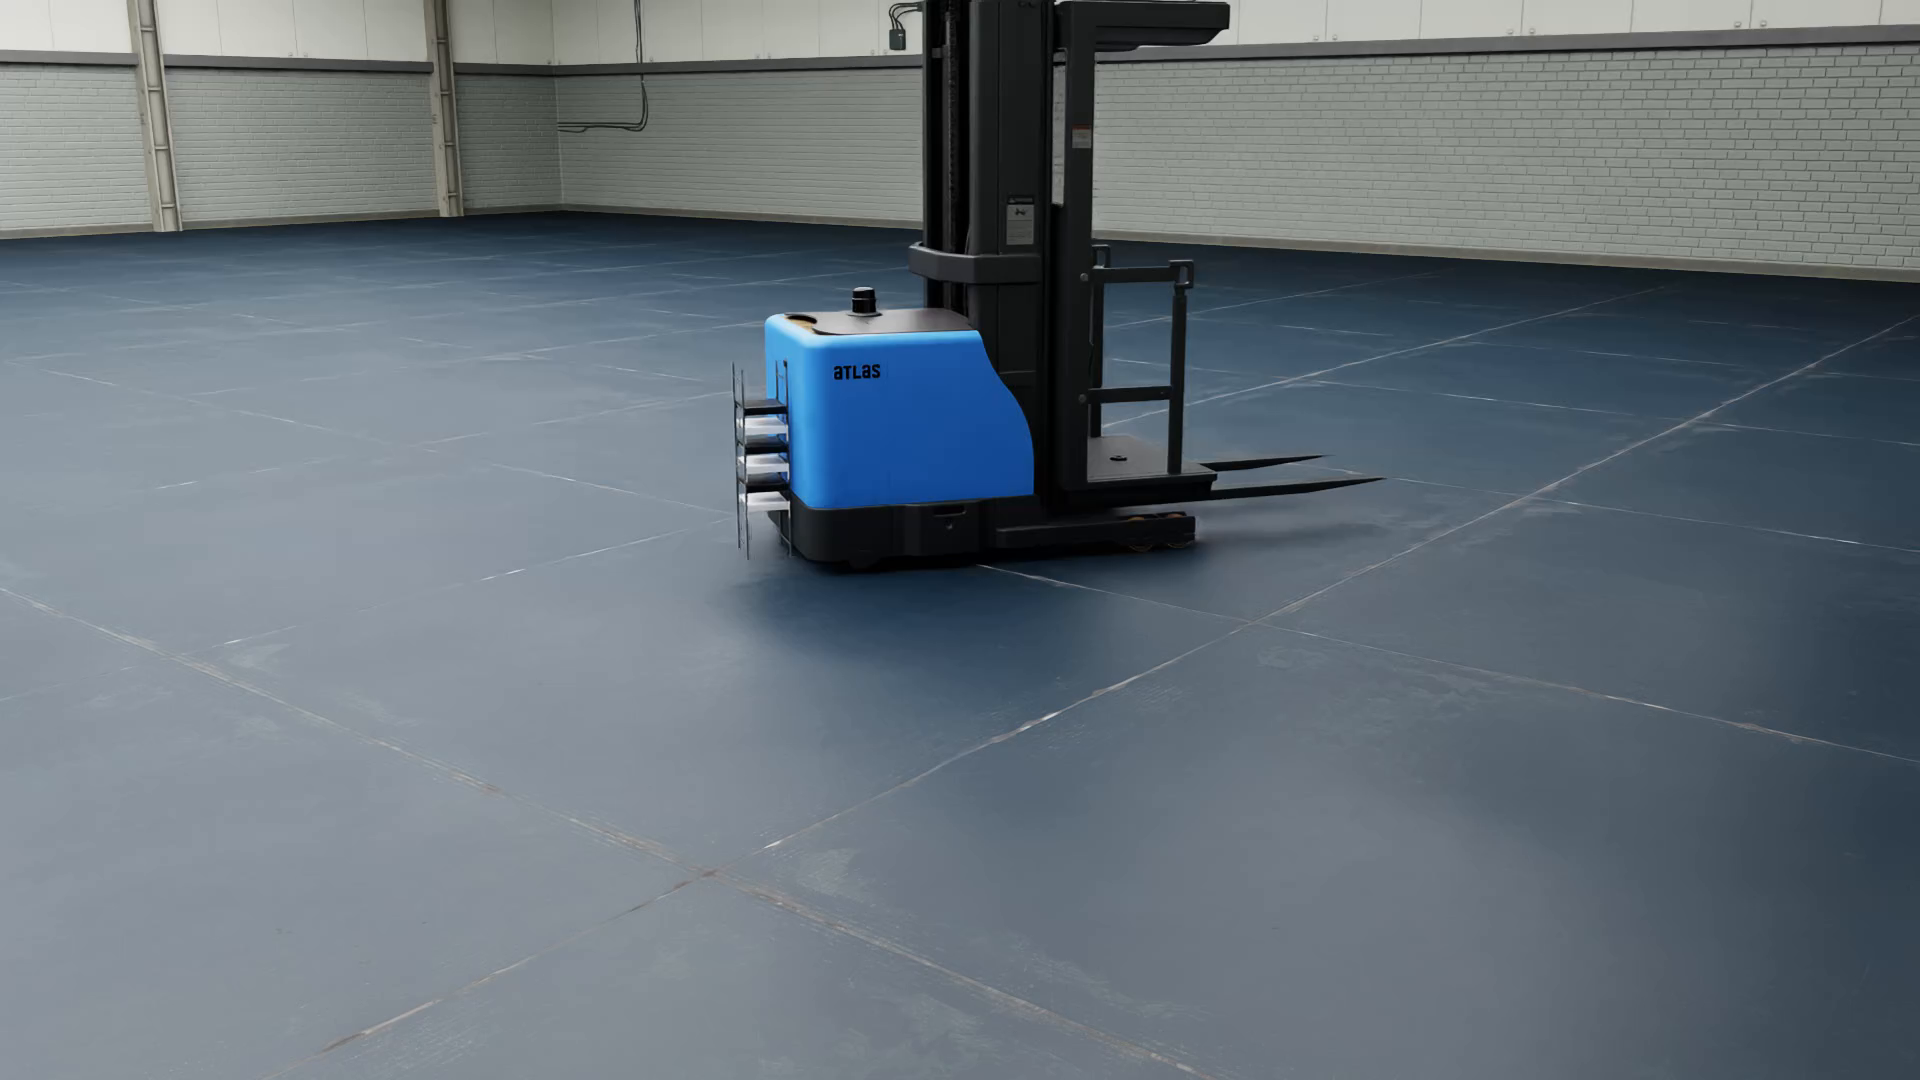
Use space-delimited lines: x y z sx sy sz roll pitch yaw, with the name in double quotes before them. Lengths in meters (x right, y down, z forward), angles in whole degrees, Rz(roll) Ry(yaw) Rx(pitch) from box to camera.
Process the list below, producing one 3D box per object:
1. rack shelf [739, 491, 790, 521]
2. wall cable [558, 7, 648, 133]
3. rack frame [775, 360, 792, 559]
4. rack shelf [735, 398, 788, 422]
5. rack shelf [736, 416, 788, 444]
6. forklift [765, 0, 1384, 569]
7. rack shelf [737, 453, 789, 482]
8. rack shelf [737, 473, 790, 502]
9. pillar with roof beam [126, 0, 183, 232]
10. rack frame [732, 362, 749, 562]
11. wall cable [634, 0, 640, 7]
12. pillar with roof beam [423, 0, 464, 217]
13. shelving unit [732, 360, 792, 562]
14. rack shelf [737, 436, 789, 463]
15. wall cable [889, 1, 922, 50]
"rack shelf" -0.921 -0.163 7.802 0.200 0.077 0.258 -5 15 -17
"wall cable" -7.740 -9.978 35.430 3.097 2.526 0.112 11 18 38
"rack frame" -0.824 -0.377 7.780 0.006 0.900 0.240 -5 15 -17
"rack shelf" -0.921 -0.599 7.691 0.200 0.077 0.258 -5 15 -17
"rack shelf" -0.921 -0.512 7.713 0.200 0.077 0.258 -5 15 -17
"forklift" 0.615 -1.483 8.009 3.031 2.935 1.130 -5 15 -17
"rack shelf" -0.921 -0.337 7.758 0.200 0.077 0.258 -5 15 -17
"rack shelf" -0.921 -0.250 7.780 0.200 0.077 0.258 -5 15 -17
"pillar with roof beam" -11.042 -9.308 26.487 9.100 9.000 0.400 11 18 38
"rack frame" -1.018 -0.362 7.719 0.006 0.900 0.240 -5 15 -17
"wall cable" -5.636 -12.007 33.160 3.097 2.526 0.112 11 18 38
"pillar with roof beam" -7.271 -10.457 31.010 9.100 9.000 0.400 11 18 38
"shelving unit" -0.921 -0.369 7.750 0.210 0.900 0.258 -5 15 -17
"rack shelf" -0.921 -0.424 7.736 0.200 0.077 0.258 -5 15 -17
"wall cable" -0.366 -11.659 28.834 2.305 6.003 0.169 11 18 38
